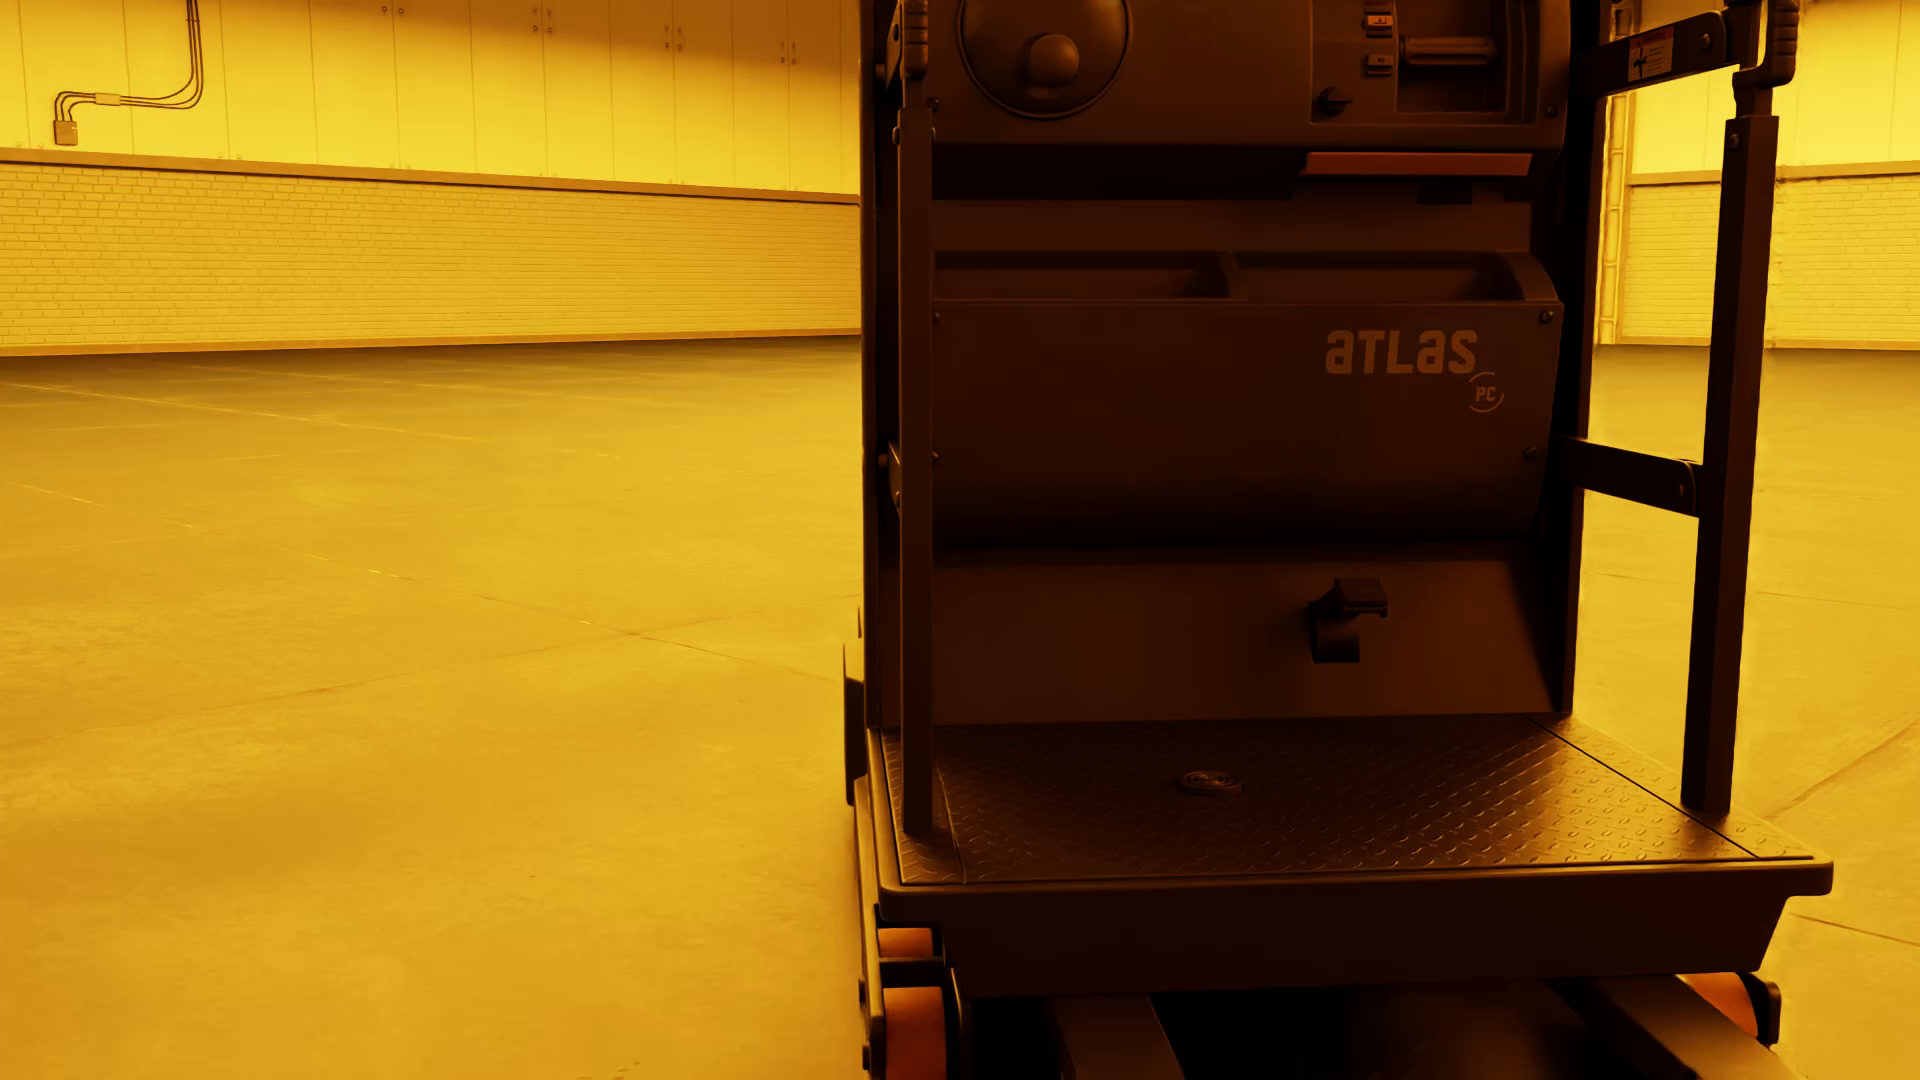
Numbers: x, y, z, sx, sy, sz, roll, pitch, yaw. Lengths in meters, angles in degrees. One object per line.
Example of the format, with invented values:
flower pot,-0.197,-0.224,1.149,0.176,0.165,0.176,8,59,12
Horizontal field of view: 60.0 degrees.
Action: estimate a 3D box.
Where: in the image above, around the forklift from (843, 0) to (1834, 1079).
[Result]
forklift,0.417,-0.793,2.139,1.130,2.935,3.031,-1,9,-5
